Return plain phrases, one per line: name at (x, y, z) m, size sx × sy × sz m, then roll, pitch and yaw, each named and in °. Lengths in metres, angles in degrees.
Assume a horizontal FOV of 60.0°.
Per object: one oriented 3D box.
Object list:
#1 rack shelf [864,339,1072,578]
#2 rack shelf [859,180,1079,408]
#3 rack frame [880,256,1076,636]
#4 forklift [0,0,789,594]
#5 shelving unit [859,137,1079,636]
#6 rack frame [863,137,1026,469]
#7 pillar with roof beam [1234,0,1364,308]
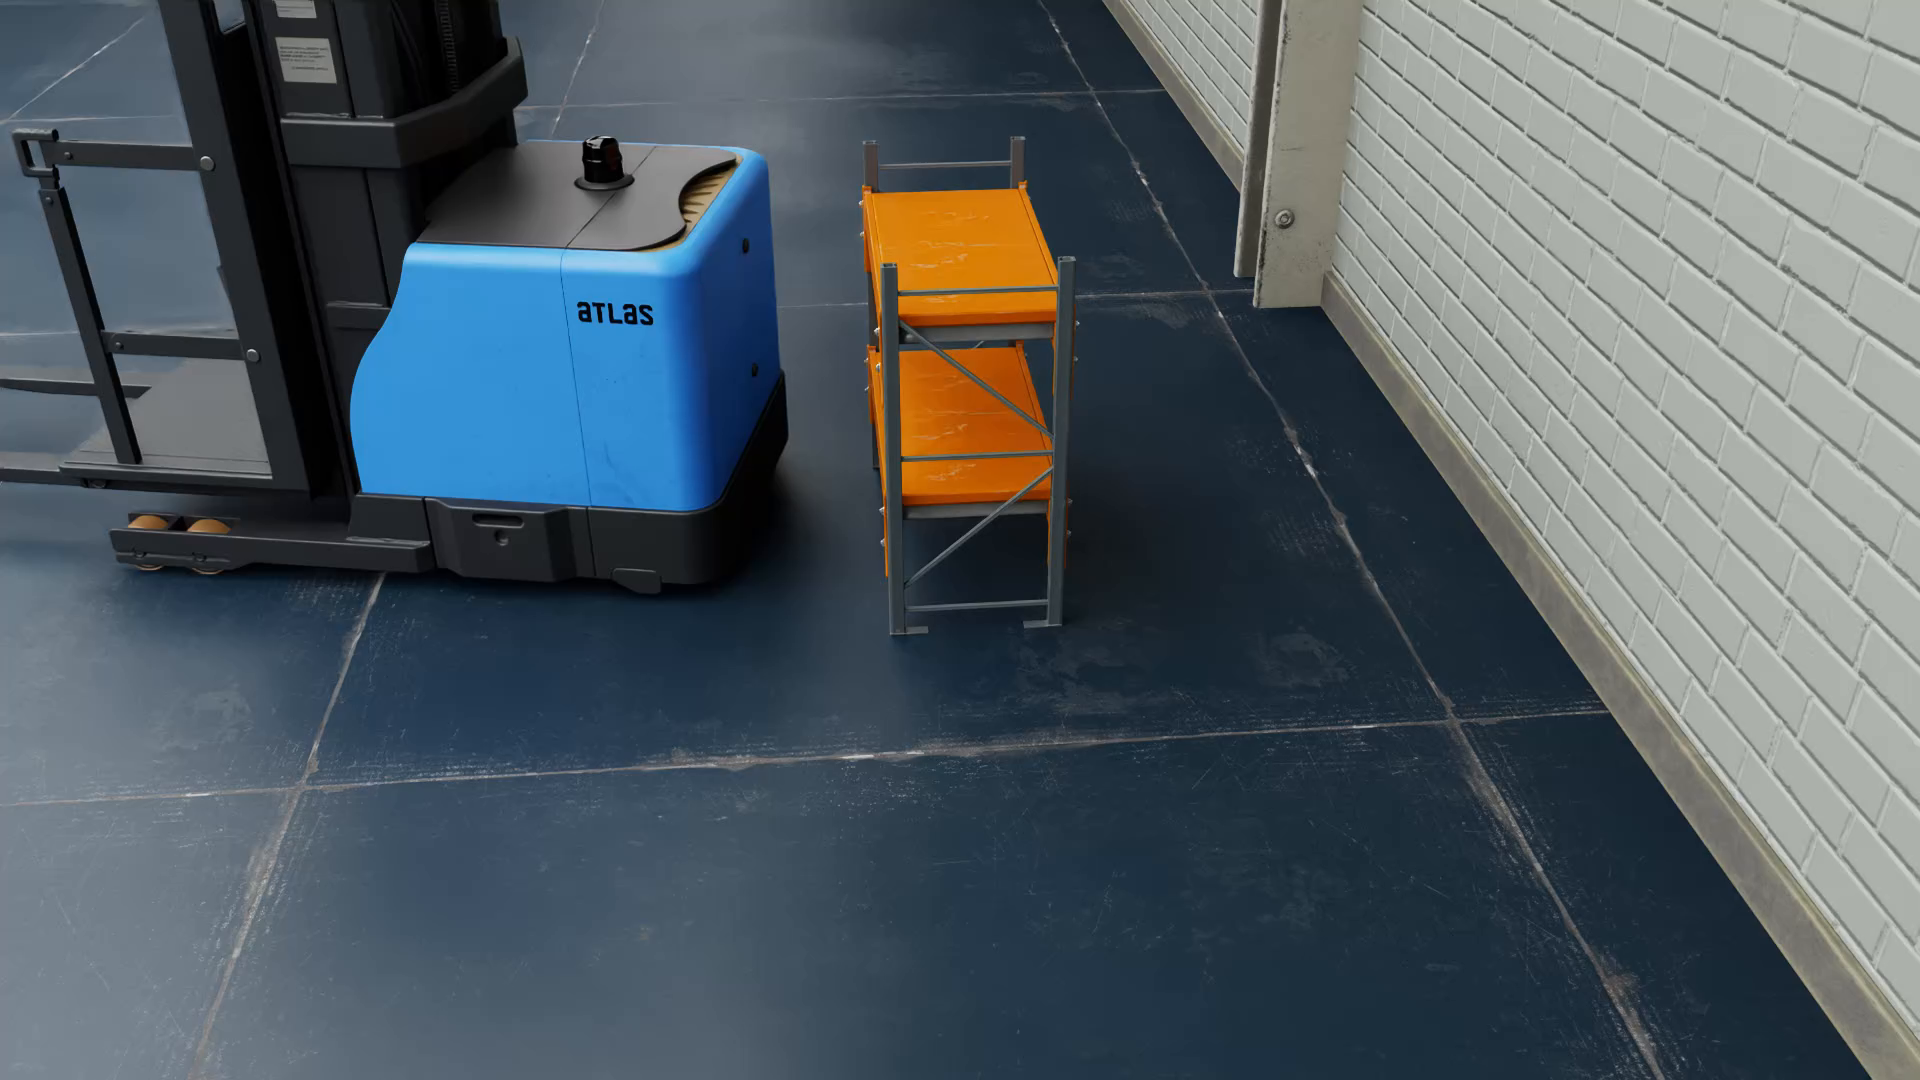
rack shelf at (-0.001, -0.276, 5.093) m, size 0.538 × 0.278 × 1.000 m, roll -3°, pitch 31°, yaw -5°
rack shelf at (-0.001, -0.738, 4.817) m, size 0.538 × 0.278 × 1.000 m, roll -3°, pitch 31°, yaw -5°
rack frame at (0.047, -0.227, 4.533) m, size 0.500 × 1.125 × 0.032 m, roll -3°, pitch 31°, yaw -5°
forklift at (-2.142, -1.417, 4.765) m, size 3.031 × 2.935 × 1.130 m, roll 3°, pitch 31°, yaw 6°
shelving unit at (-0.001, -0.486, 4.967) m, size 0.538 × 1.125 × 1.048 m, roll -3°, pitch 31°, yaw -5°
rack frame at (-0.048, -0.746, 5.402) m, size 0.500 × 1.125 × 0.032 m, roll -3°, pitch 31°, yaw -5°
pillar with roof beam at (-2.933, -4.720, 4.377) m, size 9.100 × 9.000 × 0.400 m, roll -3°, pitch 31°, yaw -5°
